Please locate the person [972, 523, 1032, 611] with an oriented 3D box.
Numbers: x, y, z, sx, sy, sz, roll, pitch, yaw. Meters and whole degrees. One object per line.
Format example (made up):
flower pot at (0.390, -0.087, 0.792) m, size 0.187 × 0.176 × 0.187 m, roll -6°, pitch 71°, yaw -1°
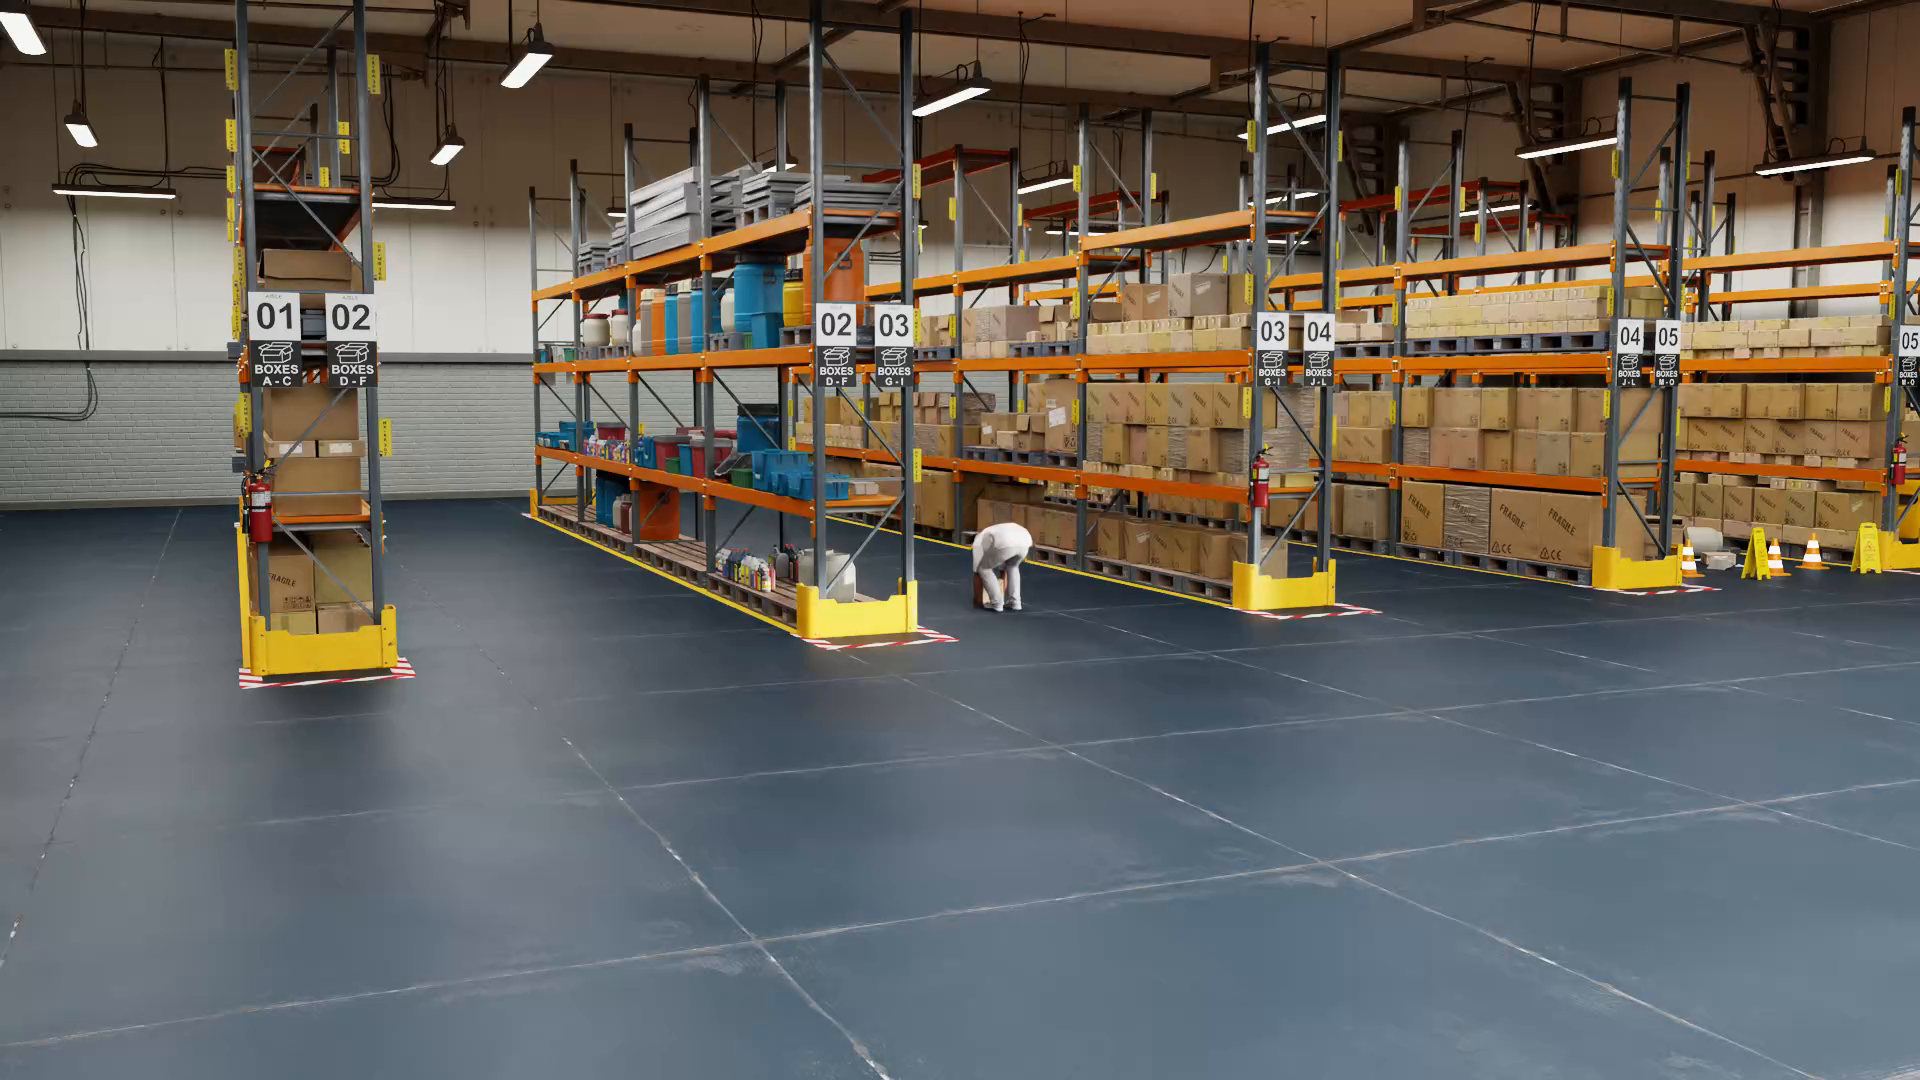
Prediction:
person at (0.409, 0.269, 18.183) m, size 0.499 × 0.939 × 0.975 m, roll -3°, pitch 6°, yaw -26°
